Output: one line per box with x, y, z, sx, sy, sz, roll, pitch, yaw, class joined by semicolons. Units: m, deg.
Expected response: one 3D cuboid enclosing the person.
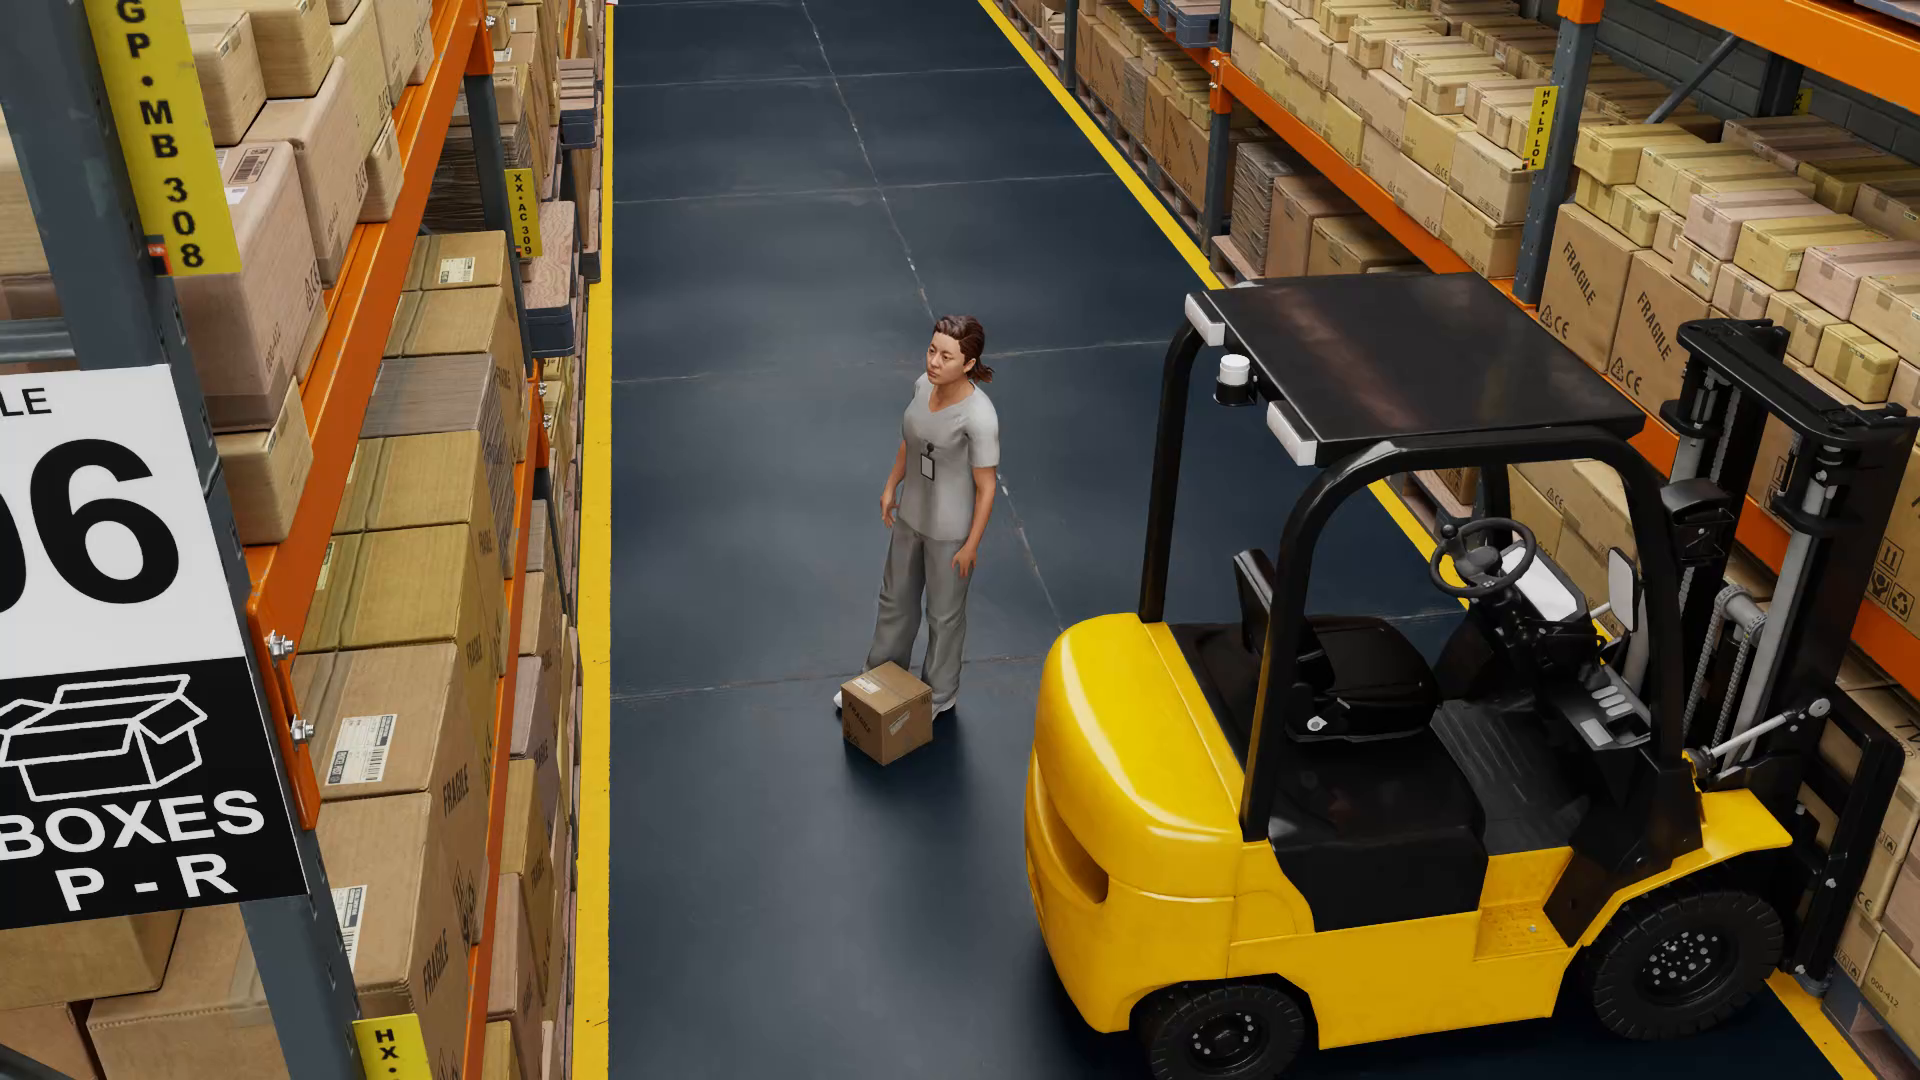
-0.137;-0.039;6.181;0.550;1.677;0.550;-23;38;-33;person
